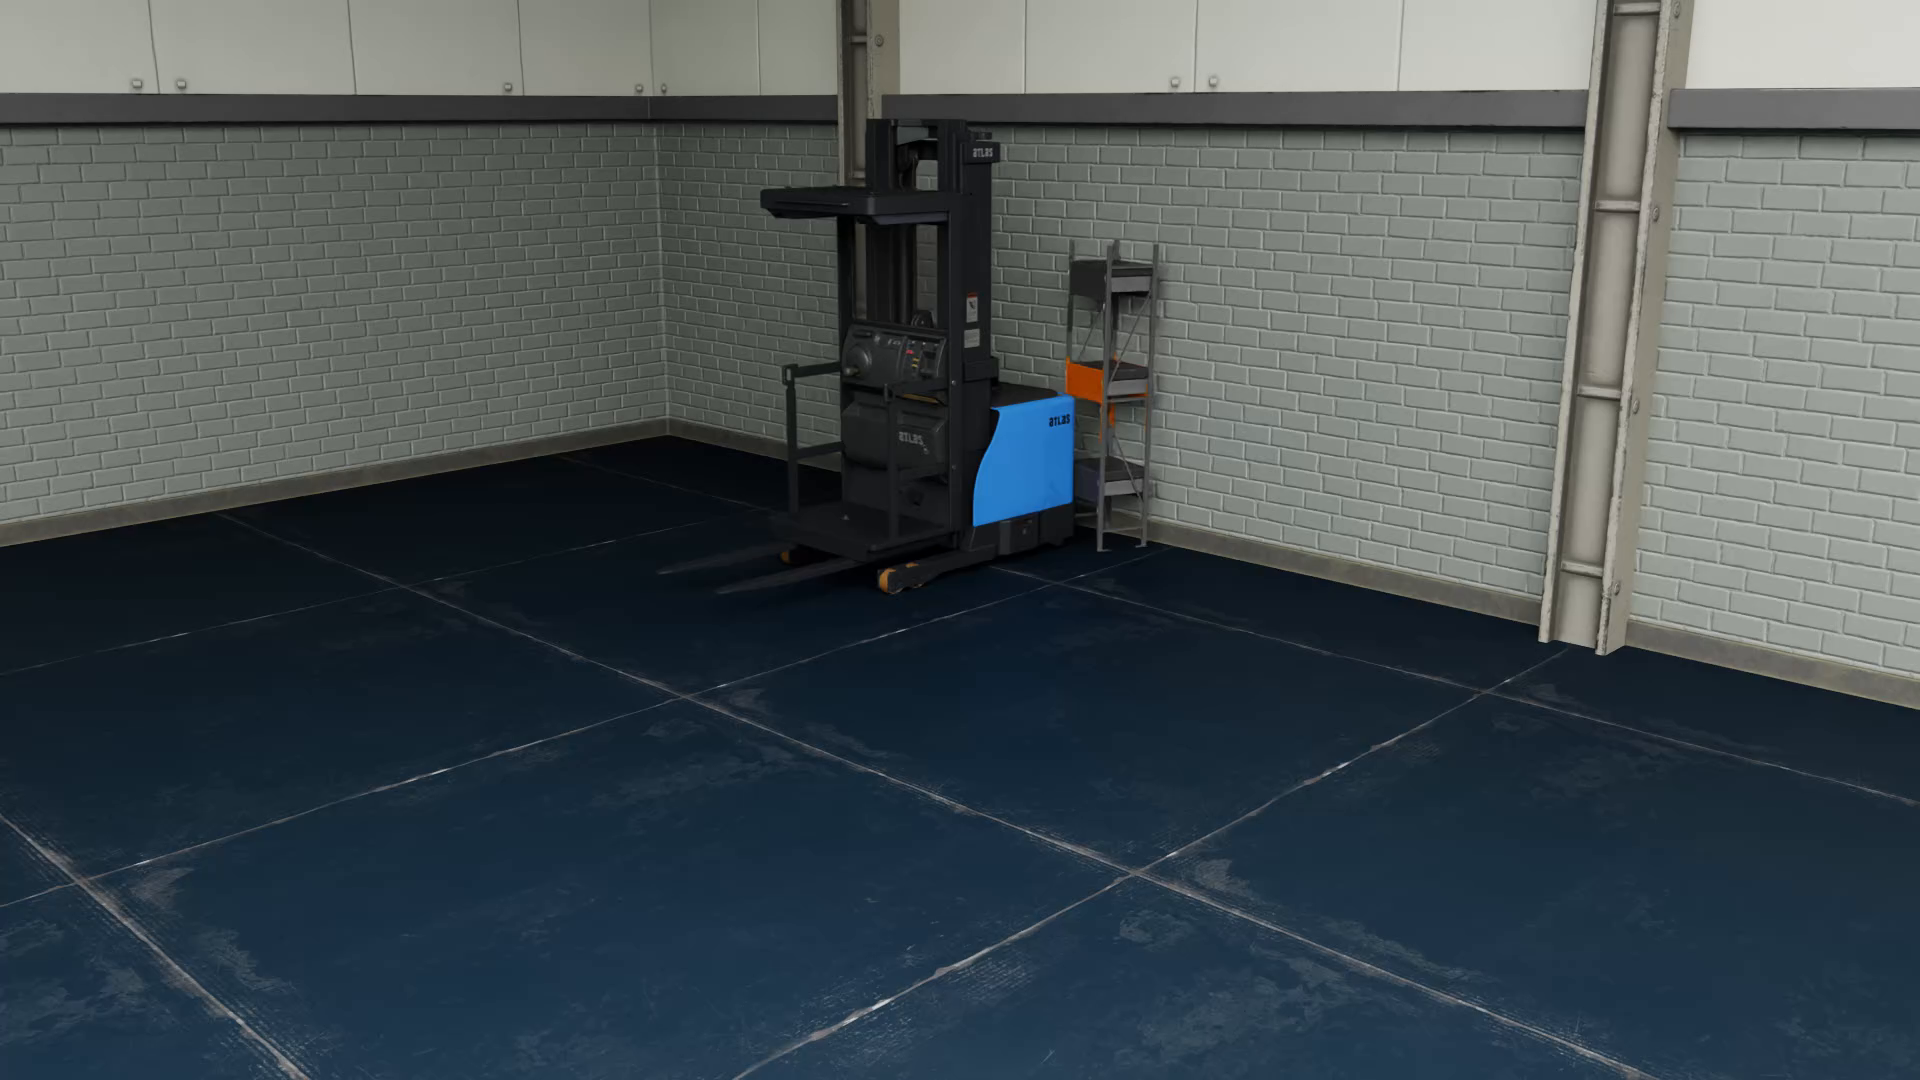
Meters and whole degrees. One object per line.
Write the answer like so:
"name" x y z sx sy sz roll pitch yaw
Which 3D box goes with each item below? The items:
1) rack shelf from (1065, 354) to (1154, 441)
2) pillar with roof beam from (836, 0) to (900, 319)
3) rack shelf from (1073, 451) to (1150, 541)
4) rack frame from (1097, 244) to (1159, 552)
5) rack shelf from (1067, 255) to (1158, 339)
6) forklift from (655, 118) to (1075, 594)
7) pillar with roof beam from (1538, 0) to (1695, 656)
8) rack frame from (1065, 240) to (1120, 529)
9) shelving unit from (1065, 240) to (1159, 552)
"rack shelf" 1.033 -0.997 11.591 0.431 0.518 0.480 -6 16 -27
"pillar with roof beam" -3.695 -4.030 9.552 0.400 9.000 9.100 14 20 42
"rack shelf" 1.024 -0.317 11.758 0.431 0.518 0.480 -6 16 -27
"rack frame" 1.145 -0.956 11.377 0.400 2.100 0.015 -6 16 -27
"rack shelf" 1.043 -1.676 11.423 0.431 0.518 0.480 -6 16 -27
"forklift" -0.585 -1.217 10.789 3.031 2.935 1.130 -14 20 -43
"pillar with roof beam" 0.624 -2.980 5.522 0.400 9.000 9.100 14 20 42
"rack frame" 0.922 -1.063 11.798 0.400 2.100 0.015 -6 16 -27
"shelving unit" 1.034 -1.010 11.588 0.431 2.100 0.503 -6 16 -27
